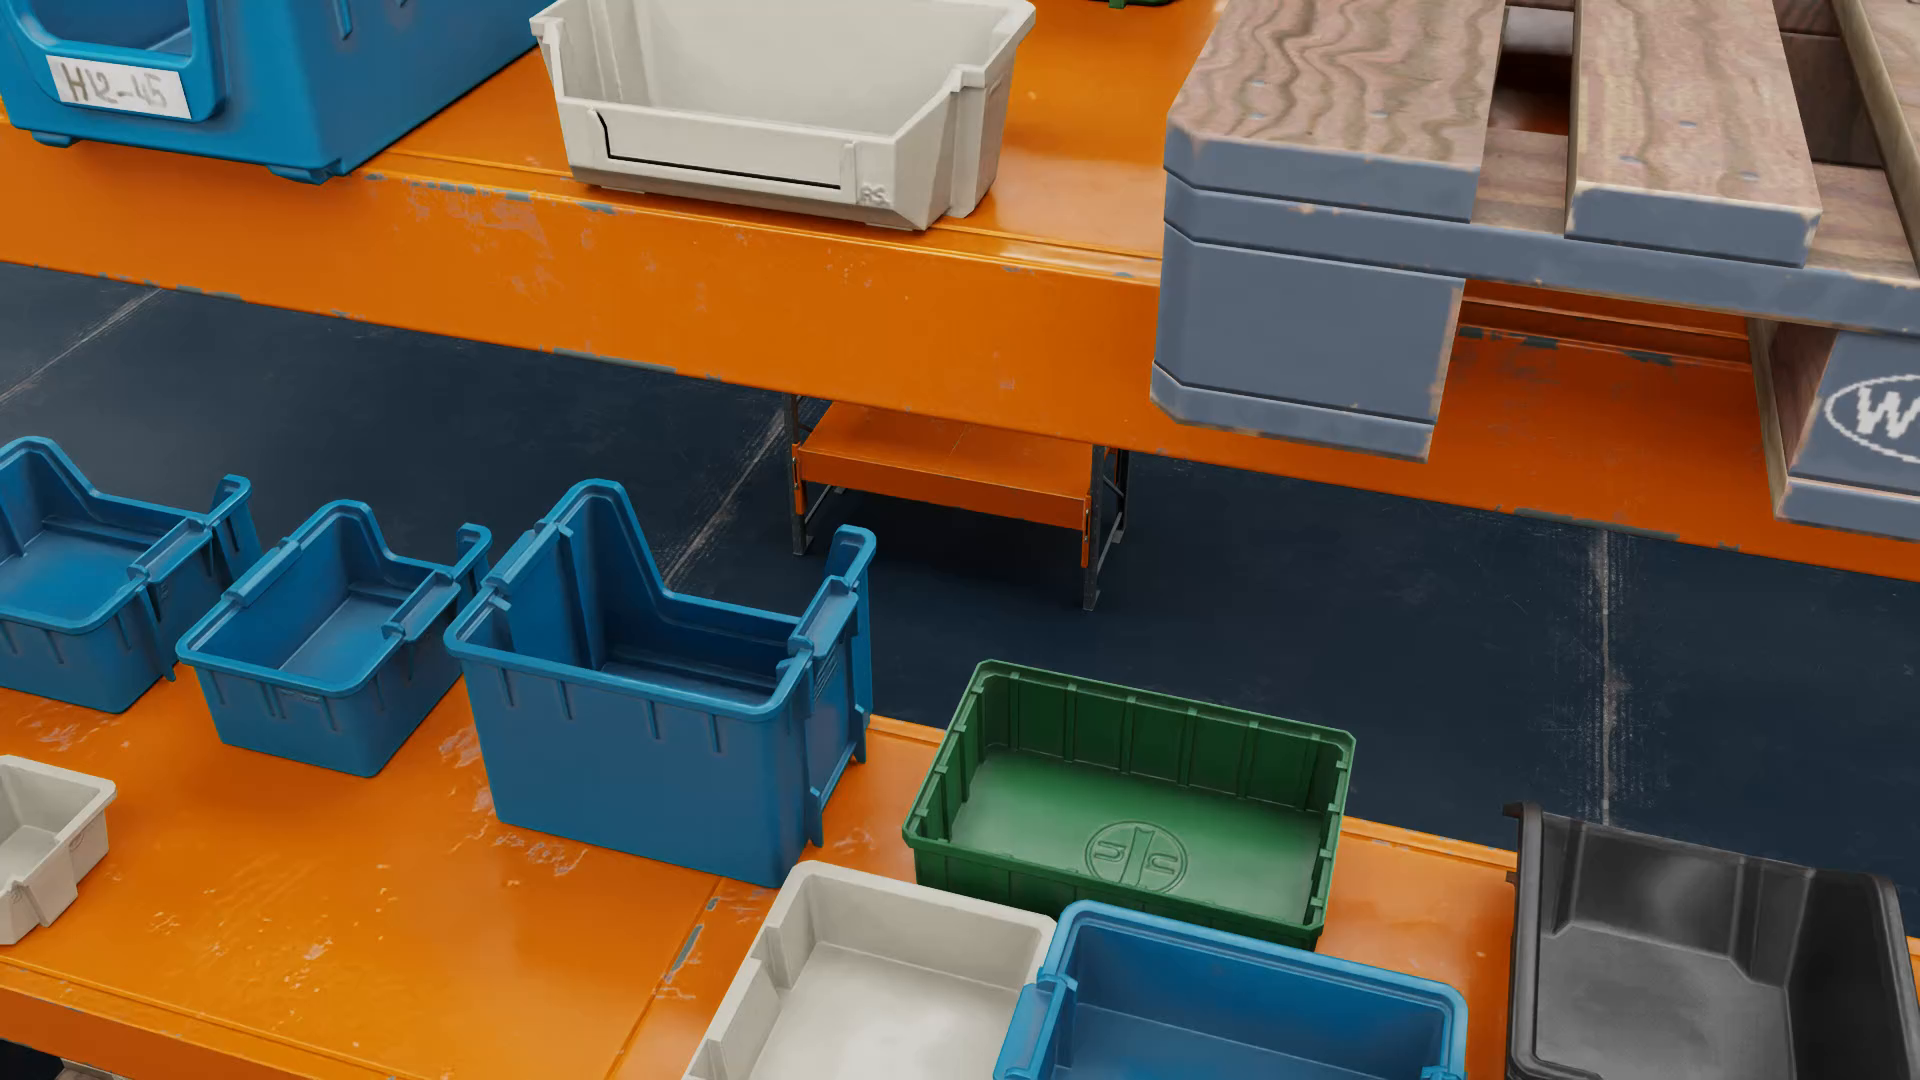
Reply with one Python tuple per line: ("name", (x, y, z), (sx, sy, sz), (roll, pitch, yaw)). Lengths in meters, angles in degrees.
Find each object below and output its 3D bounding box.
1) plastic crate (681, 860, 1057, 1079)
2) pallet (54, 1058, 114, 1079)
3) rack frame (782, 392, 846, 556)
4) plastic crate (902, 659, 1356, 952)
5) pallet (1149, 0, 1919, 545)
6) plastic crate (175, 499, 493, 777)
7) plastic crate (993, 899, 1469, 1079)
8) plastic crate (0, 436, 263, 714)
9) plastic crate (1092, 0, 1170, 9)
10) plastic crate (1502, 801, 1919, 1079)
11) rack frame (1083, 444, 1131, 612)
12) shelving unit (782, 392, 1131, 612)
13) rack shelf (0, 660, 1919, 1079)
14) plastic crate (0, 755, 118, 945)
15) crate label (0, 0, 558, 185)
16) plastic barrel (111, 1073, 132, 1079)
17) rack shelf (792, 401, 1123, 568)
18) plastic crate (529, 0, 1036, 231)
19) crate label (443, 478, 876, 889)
("plastic crate", (-0.128, 0.746, 2.428), (0.437, 0.136, 0.530), (10, 38, 14))
("pallet", (-1.460, 1.333, 3.761), (1.213, 0.211, 1.003), (10, 38, 14))
("rack frame", (-0.479, -0.542, 5.537), (0.032, 1.125, 0.500), (10, 38, 14))
("plastic crate", (0.286, 0.469, 2.761), (0.662, 0.188, 0.450), (10, 38, 14))
("pallet", (0.780, -0.421, 1.420), (1.003, 0.211, 1.213), (10, 38, 14))
("plastic crate", (-1.135, 0.174, 3.109), (0.408, 0.251, 0.499), (10, 38, 14))
("plastic crate", (0.360, 0.801, 2.256), (0.616, 0.251, 0.499), (10, 38, 14))
("plastic crate", (-1.754, 0.056, 3.269), (0.616, 0.251, 0.499), (10, 38, 14))
("plastic crate", (0.073, -0.772, 1.917), (0.450, 0.188, 0.336), (10, 38, 14))
("plastic crate", (1.036, 0.644, 2.397), (0.504, 0.338, 0.767), (10, 38, 14))
("rack frame", (0.492, -0.362, 5.293), (0.032, 1.125, 0.500), (10, 38, 14))
("shelving unit", (0.006, -0.452, 5.415), (1.048, 1.125, 0.538), (10, 38, 14))
("rack shelf", (-0.411, 0.720, 2.848), (4.000, 0.370, 1.077), (10, 38, 14))
("plastic crate", (-1.562, 0.523, 2.731), (0.250, 0.136, 0.298), (10, 38, 14))
("crate label", (-0.632, -0.554, 1.567), (0.408, 0.251, 0.502), (10, 38, 14))
("plastic barrel", (-1.670, 0.982, 3.629), (0.421, 0.512, 0.421), (0, 36, 0))
("rack shelf", (0.006, -0.255, 5.560), (1.000, 0.278, 0.538), (10, 38, 14))
("plastic crate", (-0.155, -0.373, 1.419), (0.396, 0.136, 0.243), (10, 38, 14))
("crate label", (-0.483, 0.235, 2.871), (0.616, 0.435, 0.502), (10, 38, 14))
